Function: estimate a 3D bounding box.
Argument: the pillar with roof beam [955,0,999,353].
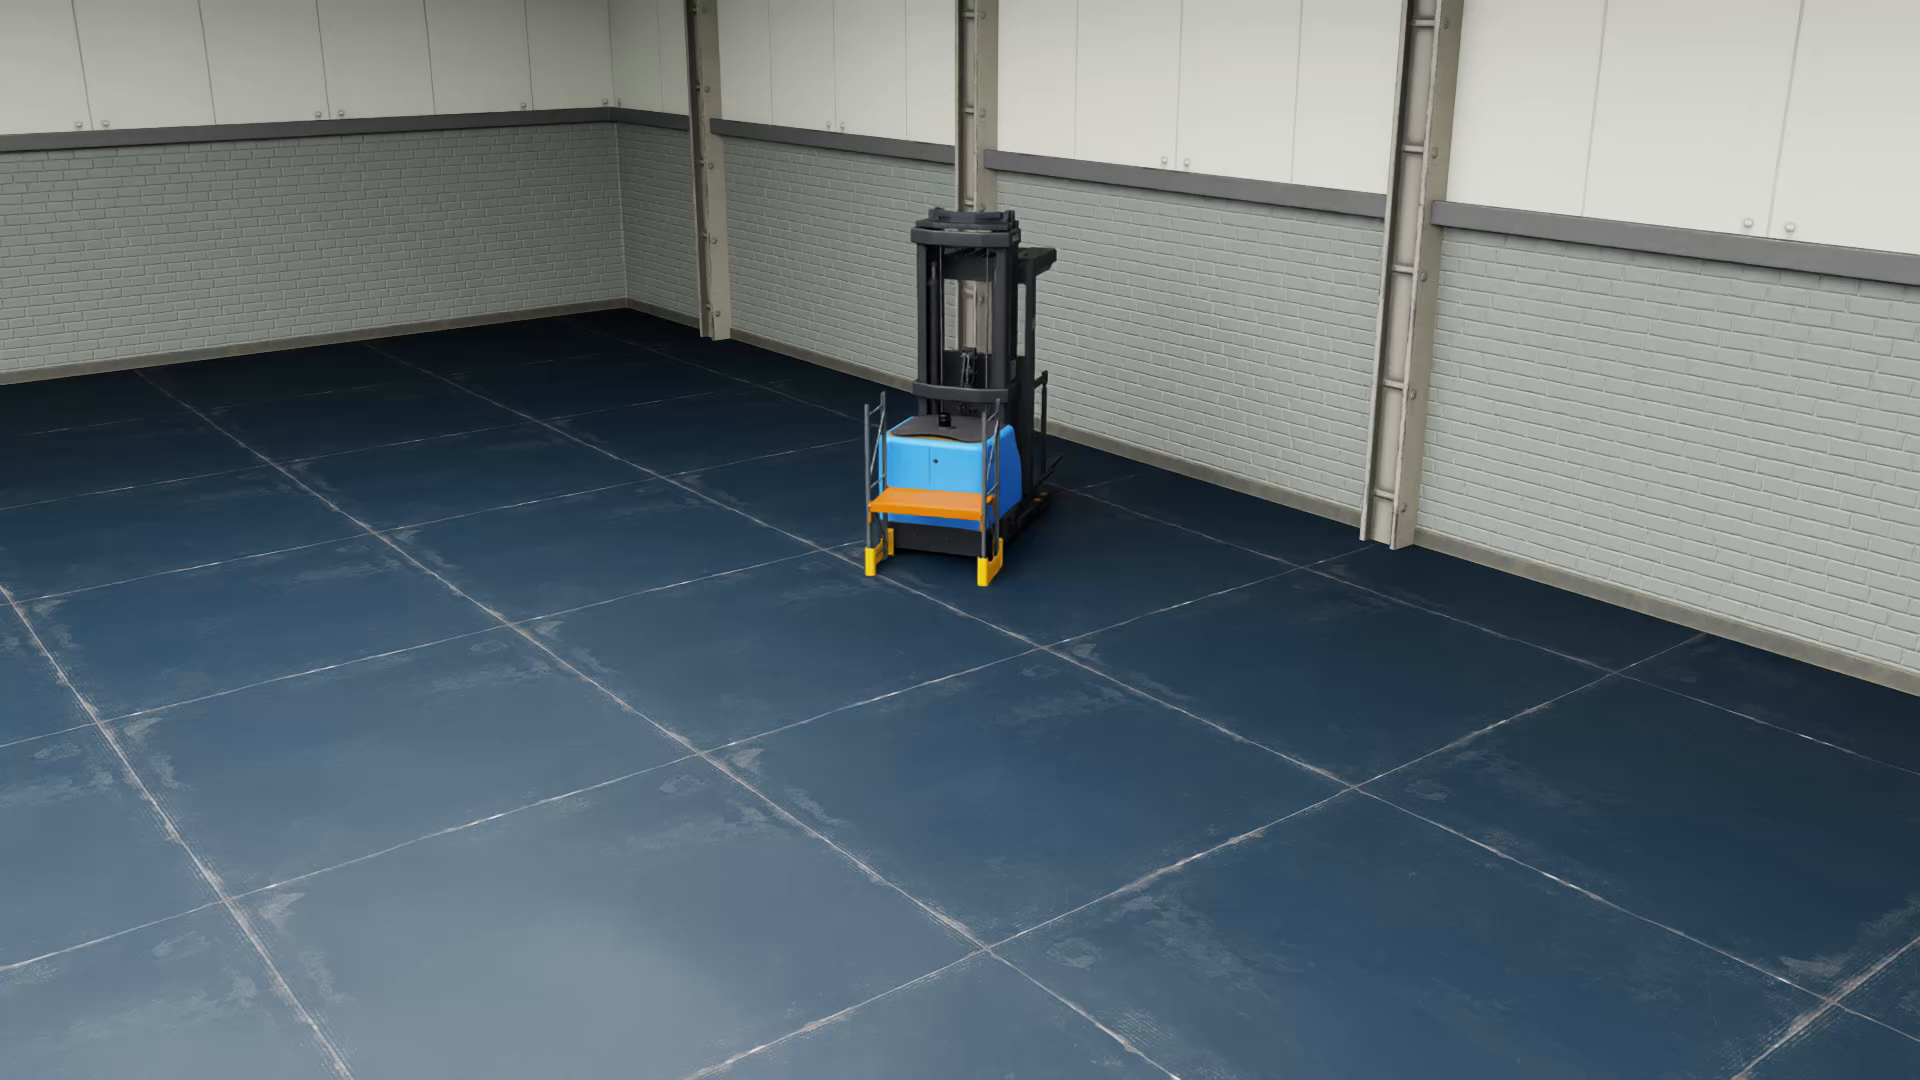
[{"bbox_3d":[-3.192,-4.899,15.730,9.100,9.000,0.400,-14,23,-36],"label":"pillar with roof beam"}]

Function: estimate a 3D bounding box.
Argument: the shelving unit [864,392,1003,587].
[{"bbox_3d":[-0.220,-0.448,14.216,1.083,1.500,0.587,5,19,14],"label":"shelving unit"}]

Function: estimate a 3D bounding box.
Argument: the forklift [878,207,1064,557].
[{"bbox_3d":[0.247,-1.669,15.626,1.130,2.935,3.031,7,19,19],"label":"forklift"}]

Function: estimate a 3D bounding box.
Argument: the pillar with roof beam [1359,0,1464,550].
[{"bbox_3d":[0.533,-3.421,11.265,9.100,9.000,0.400,-14,23,-36],"label":"pillar with roof beam"}]

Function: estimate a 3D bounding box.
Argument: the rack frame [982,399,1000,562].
[{"bbox_3d":[0.261,-0.406,14.092,0.032,1.500,0.500,5,19,14],"label":"rack frame"}]

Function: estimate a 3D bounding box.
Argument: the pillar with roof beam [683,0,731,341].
[{"bbox_3d":[-6.917,-6.378,20.195,9.100,9.000,0.400,-14,23,-36],"label":"pillar with roof beam"}]

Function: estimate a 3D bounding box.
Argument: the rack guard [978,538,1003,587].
[{"bbox_3d":[0.260,0.187,14.288,0.087,0.250,0.587,5,19,14],"label":"rack guard"}]

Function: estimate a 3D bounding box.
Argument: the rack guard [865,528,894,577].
[{"bbox_3d":[-0.701,0.105,14.536,0.087,0.250,0.587,5,19,14],"label":"rack guard"}]

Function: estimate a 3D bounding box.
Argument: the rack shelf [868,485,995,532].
[{"bbox_3d":[-0.229,-0.278,14.275,1.000,0.185,0.538,5,19,14],"label":"rack shelf"}]

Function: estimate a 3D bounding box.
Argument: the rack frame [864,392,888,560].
[{"bbox_3d":[-0.720,-0.490,14.344,0.032,1.500,0.500,5,19,14],"label":"rack frame"}]
